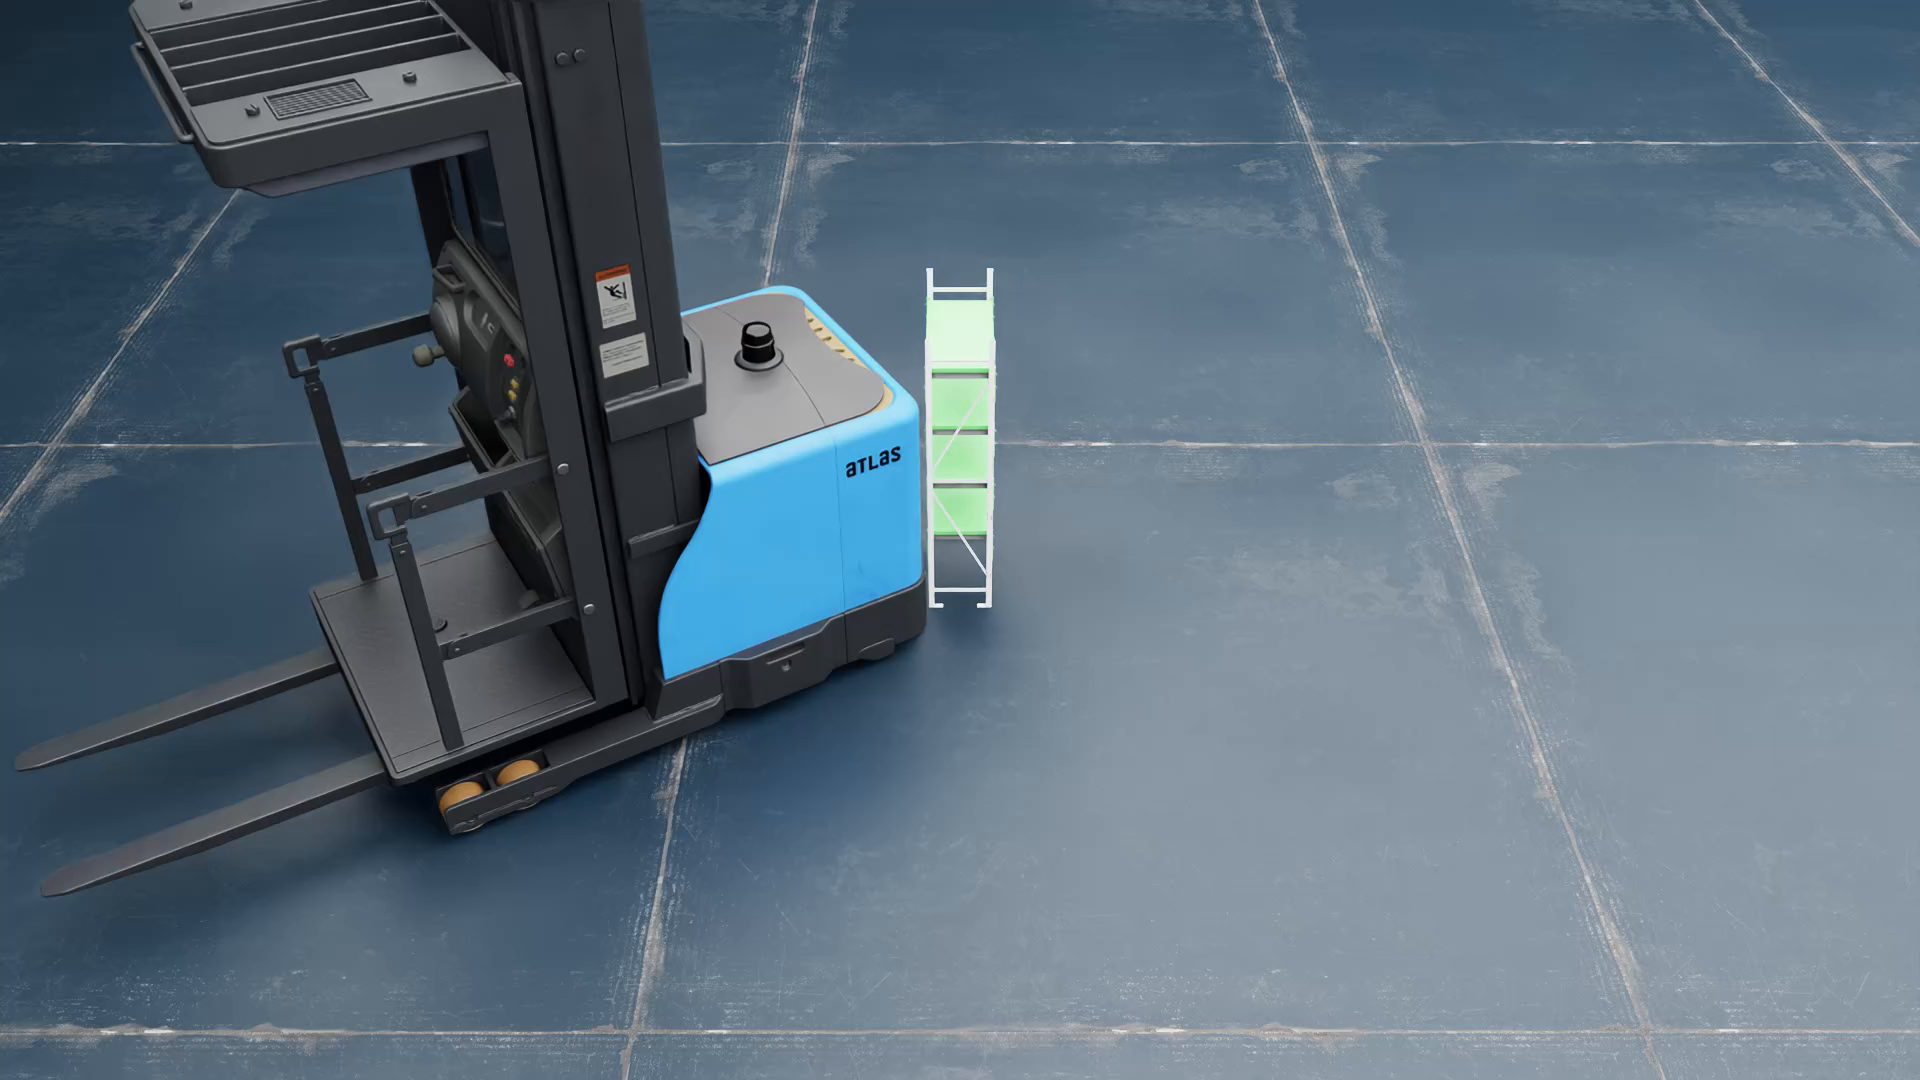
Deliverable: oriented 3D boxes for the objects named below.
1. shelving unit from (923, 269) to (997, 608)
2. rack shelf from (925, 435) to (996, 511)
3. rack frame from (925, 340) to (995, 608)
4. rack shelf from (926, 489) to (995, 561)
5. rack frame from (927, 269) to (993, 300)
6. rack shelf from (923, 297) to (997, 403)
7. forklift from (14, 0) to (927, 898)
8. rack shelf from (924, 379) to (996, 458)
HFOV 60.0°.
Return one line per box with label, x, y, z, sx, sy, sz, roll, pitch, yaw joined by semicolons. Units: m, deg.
shelving unit;0.000;-0.365;6.246;0.258;1.200;0.503;0;39;0
rack shelf;0.000;-0.315;6.286;0.258;0.148;0.480;0;39;0
rack frame;0.000;-0.212;6.055;0.240;1.200;0.015;0;39;0
rack shelf;0.000;-0.128;6.436;0.258;0.148;0.480;0;39;0
rack frame;0.000;-0.517;6.436;0.240;1.200;0.015;0;39;0
rack shelf;0.000;-0.689;5.985;0.258;0.148;0.480;0;39;0
forklift;-1.654;-0.552;5.095;3.031;2.935;1.130;-21;43;-24
rack shelf;0.000;-0.502;6.135;0.258;0.148;0.480;0;39;0
